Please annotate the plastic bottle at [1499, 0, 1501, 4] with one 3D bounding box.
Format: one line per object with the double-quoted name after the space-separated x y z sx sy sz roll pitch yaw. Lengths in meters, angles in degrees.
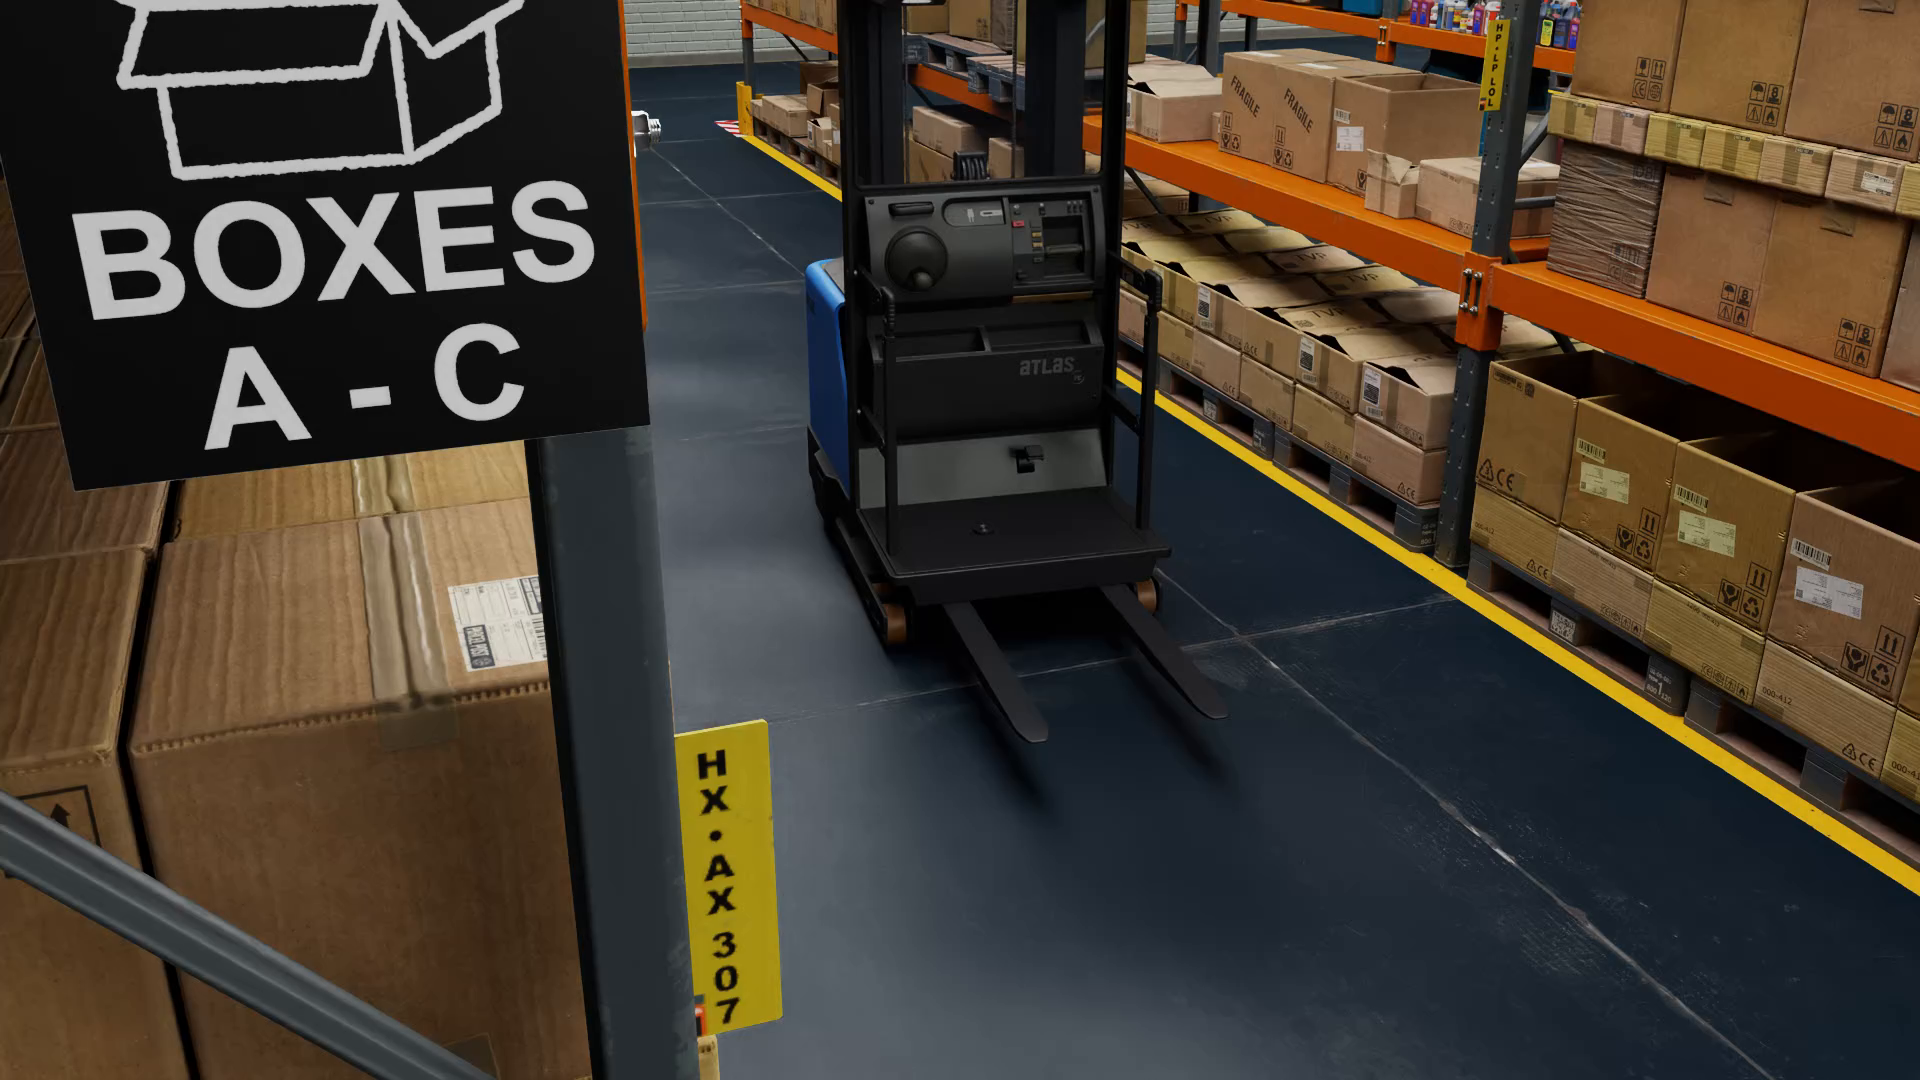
4.812 -4.701 14.797 0.097 0.201 0.097 0 23 0 "plastic bottle"

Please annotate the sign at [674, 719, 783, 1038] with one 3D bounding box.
-0.218 0.316 1.523 0.100 0.325 0.005 -8 24 -19 "sign"

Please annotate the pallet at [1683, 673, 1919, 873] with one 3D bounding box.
3.171 0.679 5.367 1.003 0.211 1.213 -8 24 -19 "pallet"

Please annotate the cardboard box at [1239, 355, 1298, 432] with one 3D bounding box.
1.718 -0.752 8.172 0.500 0.250 0.500 -8 24 -18 "cardboard box"

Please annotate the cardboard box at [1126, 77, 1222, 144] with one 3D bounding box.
1.216 -2.406 9.210 0.500 0.311 0.500 -9 24 -20 "cardboard box"

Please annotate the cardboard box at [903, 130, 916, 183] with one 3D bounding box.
-0.190 -2.901 12.923 0.500 0.500 0.500 -8 24 -18 "cardboard box"

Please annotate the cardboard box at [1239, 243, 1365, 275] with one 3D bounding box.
1.862 -1.455 9.117 0.500 0.311 0.500 -9 24 -19 "cardboard box"

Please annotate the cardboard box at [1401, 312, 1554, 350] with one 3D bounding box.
2.409 -0.897 7.793 0.500 0.311 0.500 -9 24 -20 "cardboard box"

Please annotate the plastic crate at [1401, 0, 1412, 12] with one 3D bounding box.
4.273 -5.025 15.572 0.396 0.136 0.243 -8 24 -19 "plastic crate"

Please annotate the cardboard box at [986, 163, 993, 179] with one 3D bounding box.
0.349 -2.345 11.603 0.500 0.500 0.500 -9 25 -21 "cardboard box"

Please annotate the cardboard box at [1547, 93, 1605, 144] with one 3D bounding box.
2.408 -1.566 6.138 0.380 0.149 0.250 -8 24 -19 "cardboard box"

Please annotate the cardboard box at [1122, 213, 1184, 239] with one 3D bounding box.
0.991 -1.752 9.823 0.500 0.311 0.500 -7 24 -17 "cardboard box"

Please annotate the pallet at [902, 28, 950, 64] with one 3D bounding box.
-0.152 -3.858 12.788 1.003 0.211 1.213 -8 24 -19 "pallet"

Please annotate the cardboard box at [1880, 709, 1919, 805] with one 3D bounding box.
3.075 0.666 4.806 0.500 0.250 0.500 -8 24 -19 "cardboard box"

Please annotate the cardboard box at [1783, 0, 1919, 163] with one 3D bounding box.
3.013 -1.463 5.060 0.700 0.500 0.500 -8 24 -19 "cardboard box"

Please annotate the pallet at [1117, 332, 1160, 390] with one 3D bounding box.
1.335 -1.209 9.846 1.003 0.211 1.213 -8 24 -19 "pallet"

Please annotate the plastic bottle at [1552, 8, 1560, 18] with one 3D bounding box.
4.715 -4.050 13.148 0.061 0.283 0.133 -8 24 -19 "plastic bottle"

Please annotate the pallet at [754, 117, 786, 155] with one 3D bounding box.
-1.436 -4.103 16.713 1.003 0.211 1.213 -8 24 -19 "pallet"

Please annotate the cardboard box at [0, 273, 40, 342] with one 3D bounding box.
-1.624 -0.193 3.047 0.500 0.500 0.500 -8 24 -18 "cardboard box"

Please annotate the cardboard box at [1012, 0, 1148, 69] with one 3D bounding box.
0.753 -3.251 10.432 0.700 0.500 0.500 -18 29 -36 "cardboard box"

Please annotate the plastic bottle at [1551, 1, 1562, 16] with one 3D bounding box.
4.990 -4.383 13.953 0.097 0.271 0.097 0 23 0 "plastic bottle"

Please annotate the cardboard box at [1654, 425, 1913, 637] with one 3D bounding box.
2.719 -0.042 5.522 0.500 0.500 0.500 -8 24 -19 "cardboard box"

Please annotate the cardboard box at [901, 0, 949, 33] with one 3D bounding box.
-0.072 -4.047 12.321 0.700 0.500 0.500 -5 23 -11 "cardboard box"

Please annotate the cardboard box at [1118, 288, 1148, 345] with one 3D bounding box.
1.170 -1.312 9.499 0.500 0.250 0.500 -9 24 -20 "cardboard box"

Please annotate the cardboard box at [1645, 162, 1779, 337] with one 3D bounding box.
2.849 -1.040 5.726 0.700 0.500 0.500 -9 24 -20 "cardboard box"

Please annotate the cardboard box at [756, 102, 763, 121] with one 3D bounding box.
-1.830 -4.312 16.700 0.380 0.166 0.250 -8 24 -19 "cardboard box"

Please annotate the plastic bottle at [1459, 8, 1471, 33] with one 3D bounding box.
4.289 -4.404 14.092 0.097 0.201 0.097 0 23 0 "plastic bottle"

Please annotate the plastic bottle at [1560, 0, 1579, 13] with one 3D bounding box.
5.100 -4.409 14.008 0.152 0.276 0.135 -8 24 -19 "plastic bottle"

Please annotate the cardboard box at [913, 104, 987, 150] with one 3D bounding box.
-0.036 -3.075 12.371 0.500 0.250 0.500 -8 24 -19 "cardboard box"

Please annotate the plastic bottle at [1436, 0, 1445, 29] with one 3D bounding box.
4.173 -4.556 14.362 0.097 0.271 0.097 0 23 0 "plastic bottle"

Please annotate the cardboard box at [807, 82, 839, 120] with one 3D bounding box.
-1.000 -3.986 15.493 0.797 0.503 0.637 -8 24 -19 "cardboard box"

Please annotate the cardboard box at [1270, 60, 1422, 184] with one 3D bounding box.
1.875 -2.046 8.112 0.500 0.500 0.500 -8 24 -19 "cardboard box"

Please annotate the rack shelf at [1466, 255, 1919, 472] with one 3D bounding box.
3.201 -0.287 4.994 1.077 0.370 4.000 -8 24 -19 "rack shelf"

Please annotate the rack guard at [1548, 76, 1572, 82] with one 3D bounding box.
7.515 -5.920 20.651 1.175 0.500 0.348 -8 24 -19 "rack guard"

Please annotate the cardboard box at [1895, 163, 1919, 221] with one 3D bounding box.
2.958 -1.003 4.804 0.380 0.149 0.250 -9 24 -19 "cardboard box"

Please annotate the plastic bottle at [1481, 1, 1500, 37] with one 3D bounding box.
4.438 -4.316 13.787 0.152 0.276 0.135 -8 24 -19 "plastic bottle"

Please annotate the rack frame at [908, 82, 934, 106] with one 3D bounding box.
-0.332 -4.252 13.475 1.000 3.000 0.127 -8 24 -19 "rack frame"

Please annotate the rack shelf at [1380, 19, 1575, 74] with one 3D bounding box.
5.010 -3.872 13.500 1.077 0.370 4.000 -8 24 -19 "rack shelf"

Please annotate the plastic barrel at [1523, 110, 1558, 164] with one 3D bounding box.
4.846 -3.302 13.885 0.421 0.512 0.421 0 23 0 "plastic barrel"

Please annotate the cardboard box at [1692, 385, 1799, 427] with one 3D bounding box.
3.028 -0.295 6.122 0.500 0.500 0.500 -8 24 -19 "cardboard box"

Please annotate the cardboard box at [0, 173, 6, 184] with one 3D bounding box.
-2.168 -0.750 4.369 0.500 0.500 0.500 -9 24 -20 "cardboard box"

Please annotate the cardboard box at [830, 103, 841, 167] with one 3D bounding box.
-0.799 -3.471 14.274 0.500 0.500 0.500 -8 24 -19 "cardboard box"

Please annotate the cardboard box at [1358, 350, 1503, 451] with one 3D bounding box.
2.083 -0.637 7.178 0.500 0.311 0.500 -8 24 -19 "cardboard box"

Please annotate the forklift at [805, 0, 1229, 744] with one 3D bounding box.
0.158 -1.116 6.124 1.130 2.935 3.031 -6 24 -13 "forklift"

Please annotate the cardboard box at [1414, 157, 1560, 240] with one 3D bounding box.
2.279 -1.449 7.018 0.500 0.250 0.500 -7 24 -16 "cardboard box"

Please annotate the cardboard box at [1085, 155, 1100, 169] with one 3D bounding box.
0.825 -2.426 11.796 0.500 0.500 0.500 -9 24 -20 "cardboard box"

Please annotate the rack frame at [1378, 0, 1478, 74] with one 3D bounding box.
4.303 -4.930 15.084 1.000 3.000 0.127 -8 24 -19 "rack frame"

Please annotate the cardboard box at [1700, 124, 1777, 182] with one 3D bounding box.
2.683 -1.286 5.475 0.380 0.149 0.250 -9 24 -19 "cardboard box"

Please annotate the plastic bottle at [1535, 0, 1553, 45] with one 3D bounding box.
4.641 -4.137 13.266 0.144 0.351 0.185 -8 24 -19 "plastic bottle"

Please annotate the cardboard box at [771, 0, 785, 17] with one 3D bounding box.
-1.473 -5.184 15.559 0.500 0.500 0.500 -8 24 -19 "cardboard box"

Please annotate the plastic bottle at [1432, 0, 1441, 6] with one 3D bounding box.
4.139 -4.720 14.650 0.144 0.351 0.185 -8 24 -19 "plastic bottle"

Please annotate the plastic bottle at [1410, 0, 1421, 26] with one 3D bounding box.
4.034 -4.684 14.652 0.061 0.283 0.133 -8 24 -19 "plastic bottle"

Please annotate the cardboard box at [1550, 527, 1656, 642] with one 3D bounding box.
2.546 0.121 6.100 0.500 0.250 0.500 -8 24 -19 "cardboard box"

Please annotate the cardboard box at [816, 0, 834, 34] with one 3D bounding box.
-0.932 -4.631 14.247 0.500 0.500 0.500 -8 24 -17 "cardboard box"

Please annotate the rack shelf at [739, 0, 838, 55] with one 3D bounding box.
-1.038 -4.647 15.339 1.077 0.370 4.000 -8 24 -19 "rack shelf"

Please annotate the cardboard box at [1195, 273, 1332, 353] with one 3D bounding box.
1.545 -1.190 8.490 0.500 0.311 0.500 -9 24 -20 "cardboard box"

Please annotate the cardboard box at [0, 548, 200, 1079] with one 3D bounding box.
-1.091 0.362 1.731 0.500 0.500 0.500 -9 24 -20 "cardboard box"
